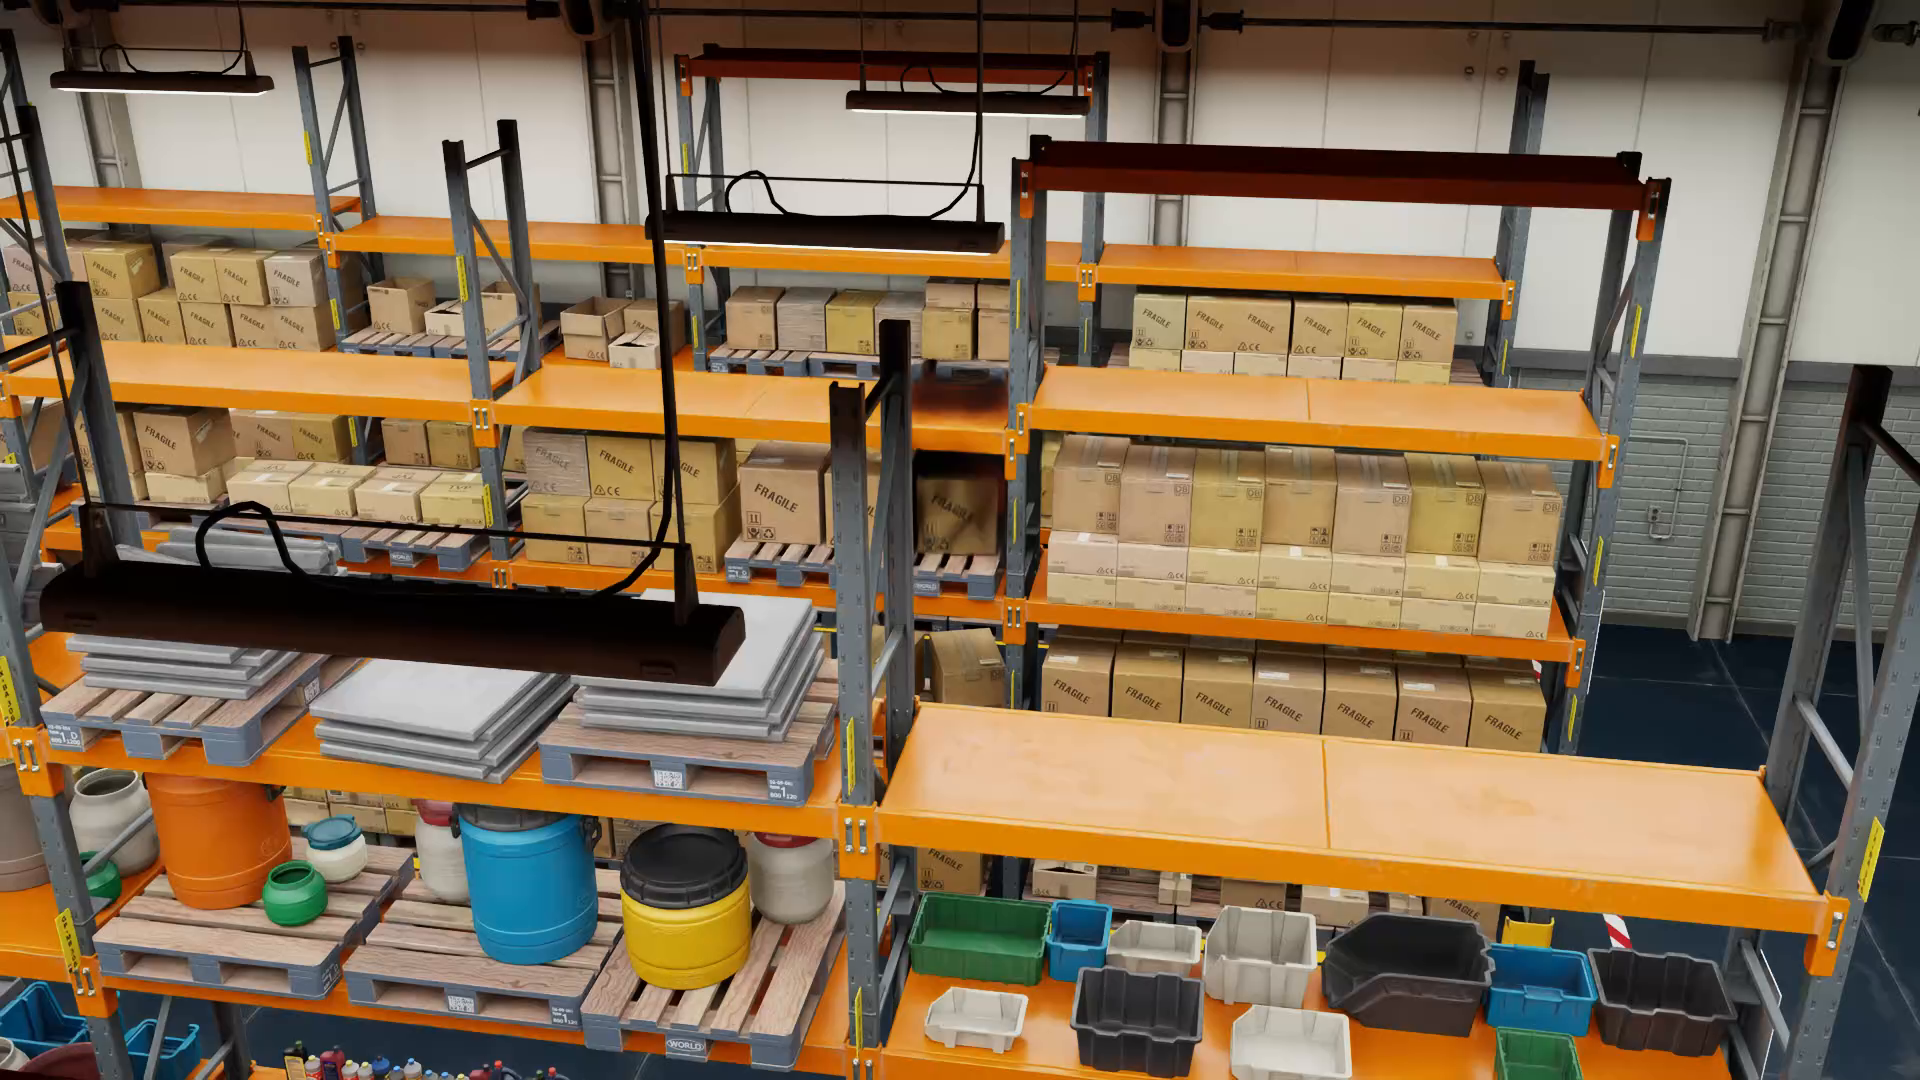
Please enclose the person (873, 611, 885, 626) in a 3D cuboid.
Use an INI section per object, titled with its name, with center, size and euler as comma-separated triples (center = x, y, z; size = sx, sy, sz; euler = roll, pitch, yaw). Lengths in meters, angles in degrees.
[person]
center = -0.840, 0.746, 16.475
size = 0.475, 1.701, 0.463
euler = -6, 24, -15
